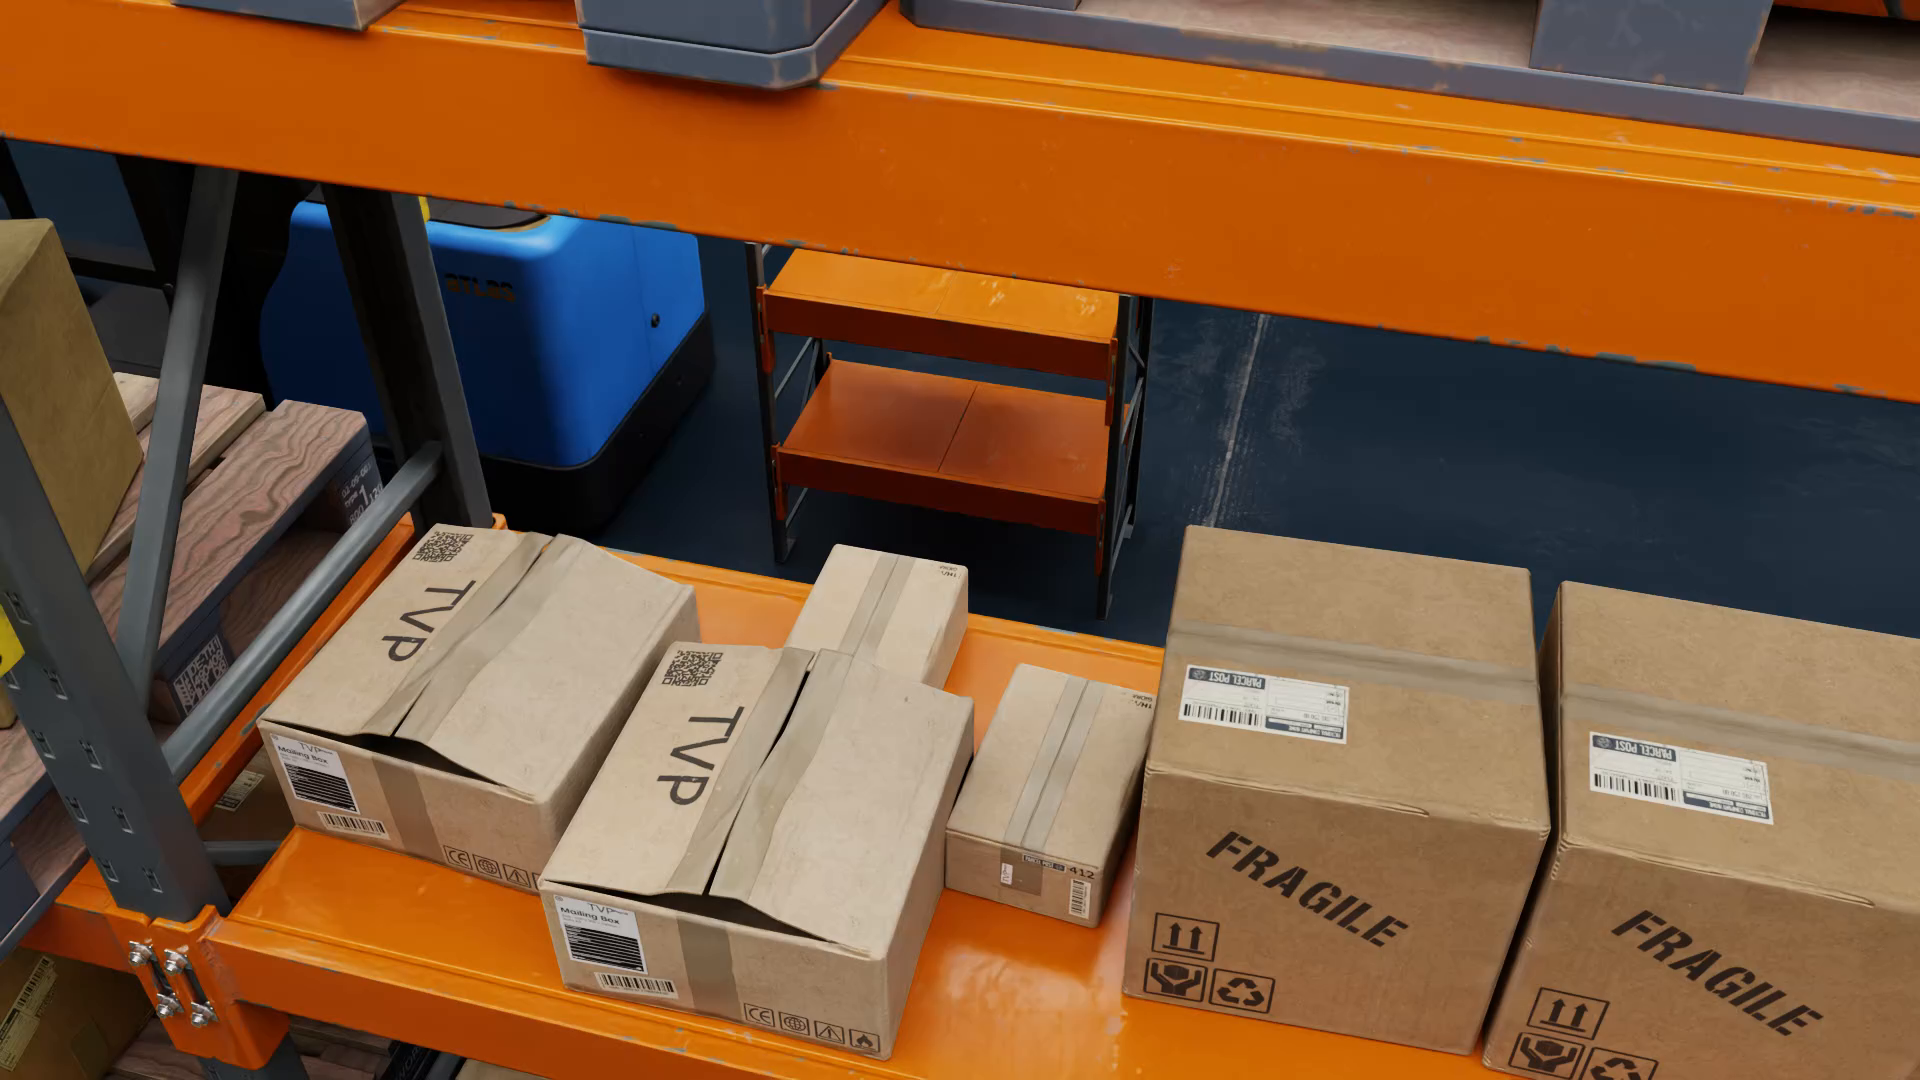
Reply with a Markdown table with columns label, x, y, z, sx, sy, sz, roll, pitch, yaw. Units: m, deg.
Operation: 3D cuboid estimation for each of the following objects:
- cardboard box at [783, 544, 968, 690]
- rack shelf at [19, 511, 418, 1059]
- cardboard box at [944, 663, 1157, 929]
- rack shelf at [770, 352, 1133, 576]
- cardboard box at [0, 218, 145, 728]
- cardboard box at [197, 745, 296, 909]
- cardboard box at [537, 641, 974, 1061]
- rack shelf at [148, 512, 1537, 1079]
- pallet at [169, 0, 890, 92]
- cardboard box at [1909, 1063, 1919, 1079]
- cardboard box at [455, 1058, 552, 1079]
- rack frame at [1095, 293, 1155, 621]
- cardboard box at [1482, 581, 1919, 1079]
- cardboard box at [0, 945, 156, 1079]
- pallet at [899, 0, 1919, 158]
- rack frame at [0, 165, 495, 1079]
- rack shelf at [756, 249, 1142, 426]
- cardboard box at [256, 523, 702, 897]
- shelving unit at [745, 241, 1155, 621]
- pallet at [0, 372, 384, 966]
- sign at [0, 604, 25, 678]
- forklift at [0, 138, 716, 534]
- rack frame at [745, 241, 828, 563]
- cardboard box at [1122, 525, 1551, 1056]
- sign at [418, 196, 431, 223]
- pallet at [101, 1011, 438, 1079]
| label | x | y | z | sx | sy | sz | roll | pitch | yaw |
| --- | --- | --- | --- | --- | --- | --- | --- | --- | --- |
| cardboard box | -0.154 | 0.197 | 2.878 | 0.250 | 0.149 | 0.380 | 10 | 41 | 11 |
| rack shelf | -3.026 | 0.066 | 3.398 | 4.000 | 0.370 | 1.077 | 10 | 41 | 11 |
| cardboard box | 0.152 | 0.396 | 2.641 | 0.250 | 0.149 | 0.380 | 13 | 42 | 15 |
| rack shelf | -0.007 | -0.245 | 5.047 | 1.000 | 0.278 | 0.538 | 10 | 41 | 11 |
| cardboard box | -1.732 | -0.111 | 2.645 | 0.500 | 0.500 | 0.700 | -3 | 40 | -3 |
| cardboard box | -1.460 | 0.659 | 3.735 | 0.500 | 0.500 | 0.500 | 11 | 41 | 13 |
| cardboard box | -0.280 | 0.426 | 2.479 | 0.500 | 0.311 | 0.500 | 9 | 41 | 11 |
| rack shelf | 0.838 | 0.731 | 2.607 | 4.000 | 0.370 | 1.077 | 10 | 41 | 11 |
| pallet | -0.416 | -0.896 | 1.799 | 1.003 | 0.211 | 1.213 | 12 | 41 | 13 |
| cardboard box | 1.523 | 0.524 | 2.216 | 0.500 | 0.500 | 0.500 | 13 | 42 | 15 |
| cardboard box | -0.664 | 1.070 | 3.019 | 0.500 | 0.311 | 0.500 | 11 | 41 | 13 |
| rack frame | 0.485 | -0.347 | 4.789 | 0.032 | 1.125 | 0.500 | 10 | 41 | 11 |
| cardboard box | 1.039 | 0.441 | 2.315 | 0.500 | 0.500 | 0.500 | 10 | 41 | 11 |
| cardboard box | -2.058 | 0.902 | 3.445 | 0.500 | 0.500 | 0.500 | 11 | 41 | 13 |
| pallet | 0.666 | -0.712 | 1.580 | 1.213 | 0.211 | 1.003 | 12 | 41 | 13 |
| rack frame | -1.094 | 0.123 | 2.771 | 0.127 | 3.000 | 1.000 | 10 | 41 | 11 |
| rack shelf | -0.007 | -0.656 | 4.701 | 1.000 | 0.278 | 0.538 | 10 | 41 | 11 |
| cardboard box | -0.754 | 0.245 | 2.695 | 0.500 | 0.311 | 0.500 | 12 | 42 | 14 |
| shelving unit | -0.007 | -0.432 | 4.890 | 1.048 | 1.125 | 0.538 | 10 | 41 | 11 |
| pallet | -1.767 | 0.127 | 2.915 | 1.003 | 0.211 | 1.213 | 10 | 41 | 11 |
| sign | -1.225 | 0.049 | 2.021 | 0.005 | 0.325 | 0.100 | 10 | 41 | 11 |
| forklift | -2.437 | -1.673 | 4.963 | 3.031 | 2.935 | 1.130 | 11 | 41 | 12 |
| rack frame | -0.498 | -0.516 | 4.990 | 0.032 | 1.125 | 0.500 | 10 | 41 | 11 |
| cardboard box | 0.531 | 0.354 | 2.419 | 0.500 | 0.500 | 0.500 | 8 | 41 | 9 |
| sign | -0.954 | -0.666 | 2.810 | 0.005 | 0.325 | 0.100 | 10 | 41 | 11 |
| pallet | -1.806 | 1.043 | 3.844 | 1.213 | 0.211 | 1.003 | 10 | 41 | 11 |
